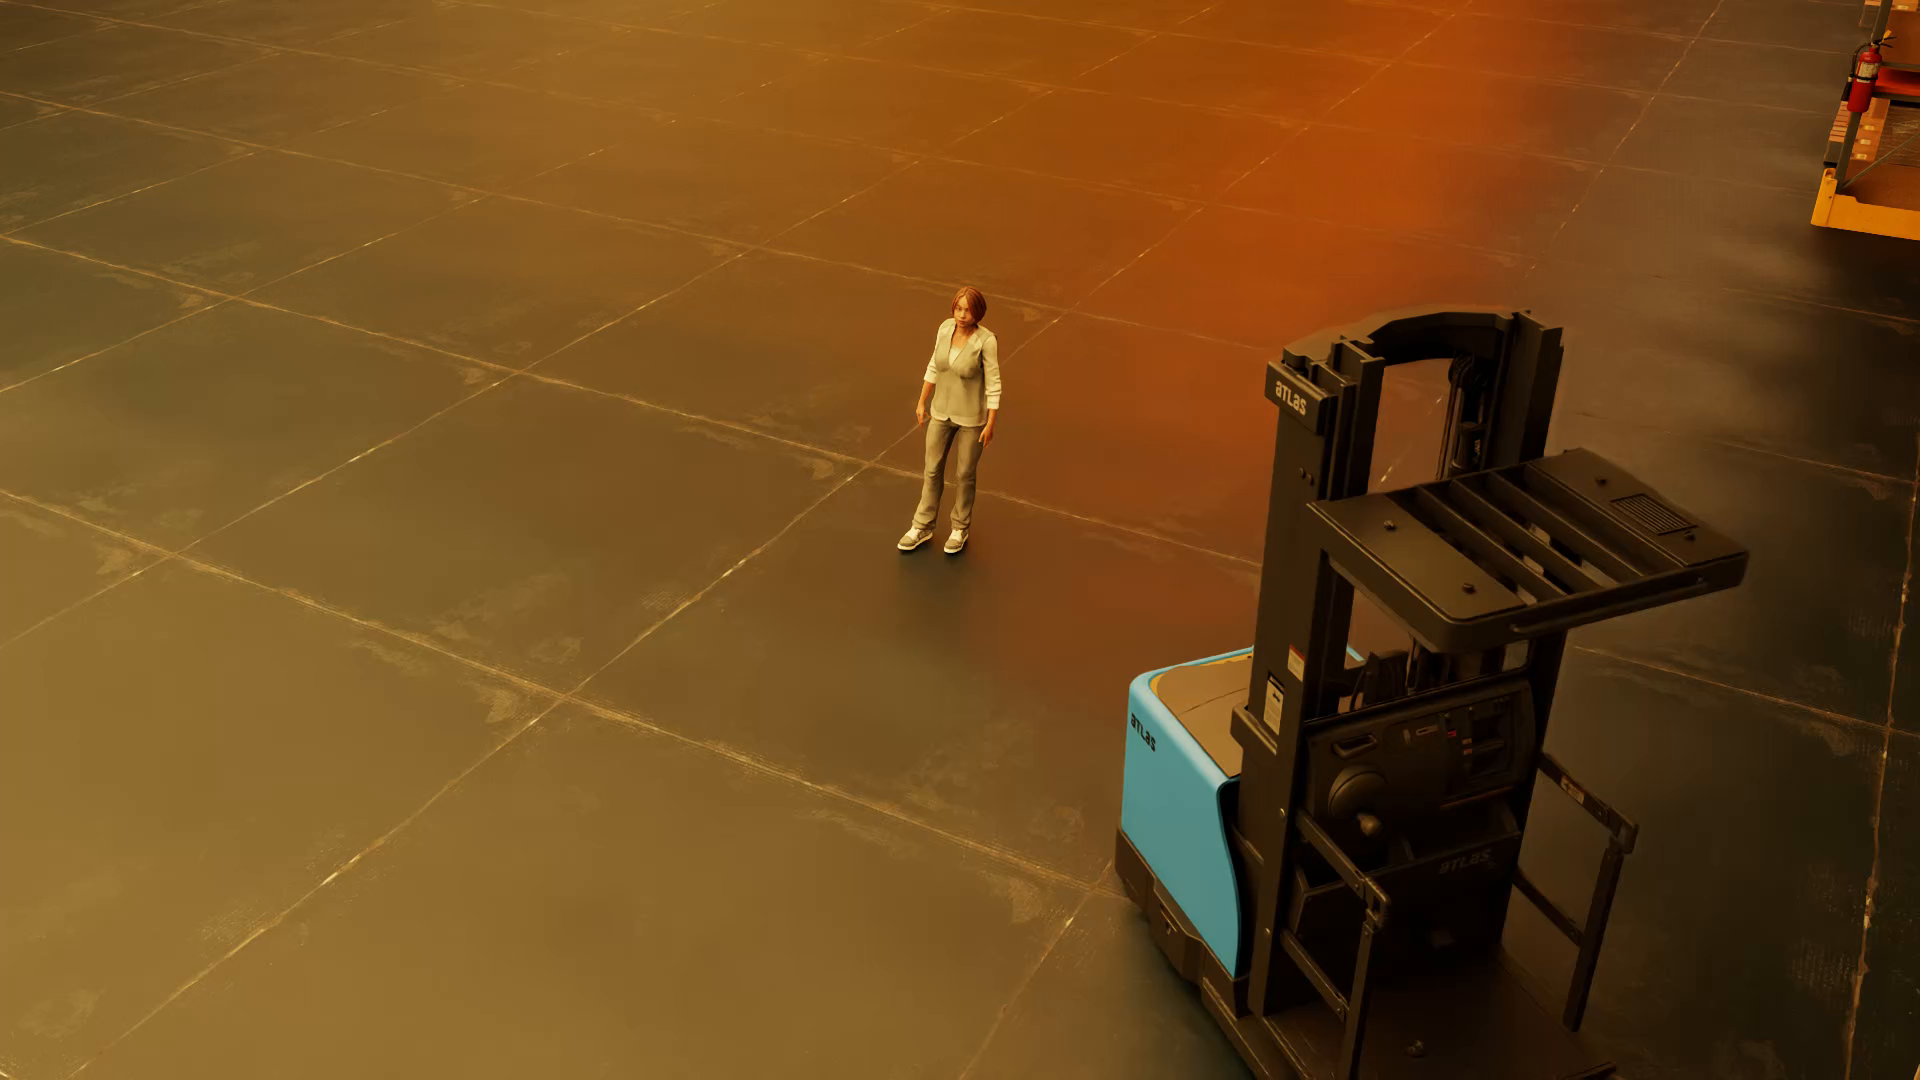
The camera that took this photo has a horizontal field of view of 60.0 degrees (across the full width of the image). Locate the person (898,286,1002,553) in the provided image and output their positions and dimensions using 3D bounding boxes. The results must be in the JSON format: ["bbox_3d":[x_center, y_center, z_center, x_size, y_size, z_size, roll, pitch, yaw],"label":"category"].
[{"bbox_3d":[-0.048,-0.668,9.549,0.521,1.599,0.473,15,33,25],"label":"person"}]

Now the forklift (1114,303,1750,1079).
[{"bbox_3d":[1.703,0.814,5.661,1.130,2.935,3.031,-11,32,-19],"label":"forklift"}]
